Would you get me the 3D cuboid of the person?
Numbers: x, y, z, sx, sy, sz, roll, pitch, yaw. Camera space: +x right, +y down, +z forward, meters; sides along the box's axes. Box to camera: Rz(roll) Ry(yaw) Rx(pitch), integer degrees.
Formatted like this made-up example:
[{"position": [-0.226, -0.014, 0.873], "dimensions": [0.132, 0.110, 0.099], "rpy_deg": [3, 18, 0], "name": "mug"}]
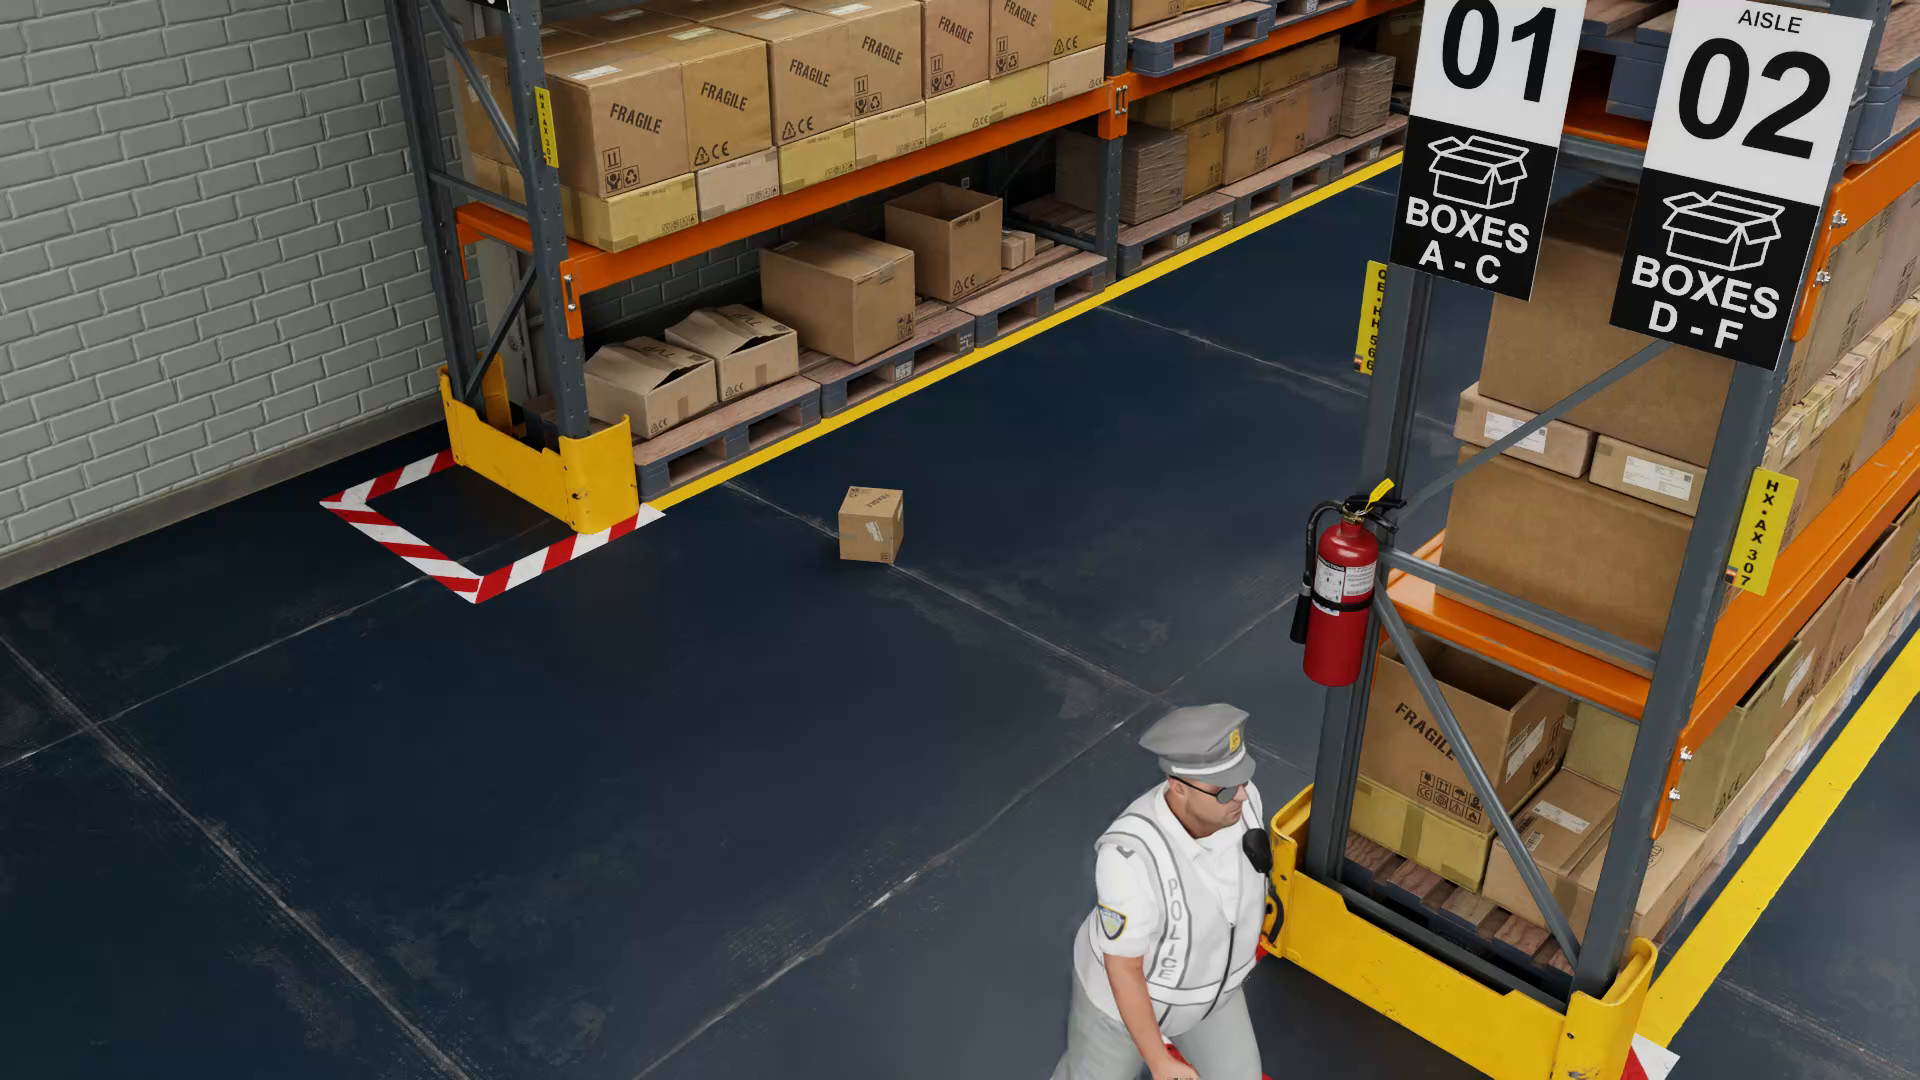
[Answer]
[{"position": [0.557, 1.154, 4.260], "dimensions": [0.574, 1.811, 0.740], "rpy_deg": [-20, 36, -29], "name": "person"}]
